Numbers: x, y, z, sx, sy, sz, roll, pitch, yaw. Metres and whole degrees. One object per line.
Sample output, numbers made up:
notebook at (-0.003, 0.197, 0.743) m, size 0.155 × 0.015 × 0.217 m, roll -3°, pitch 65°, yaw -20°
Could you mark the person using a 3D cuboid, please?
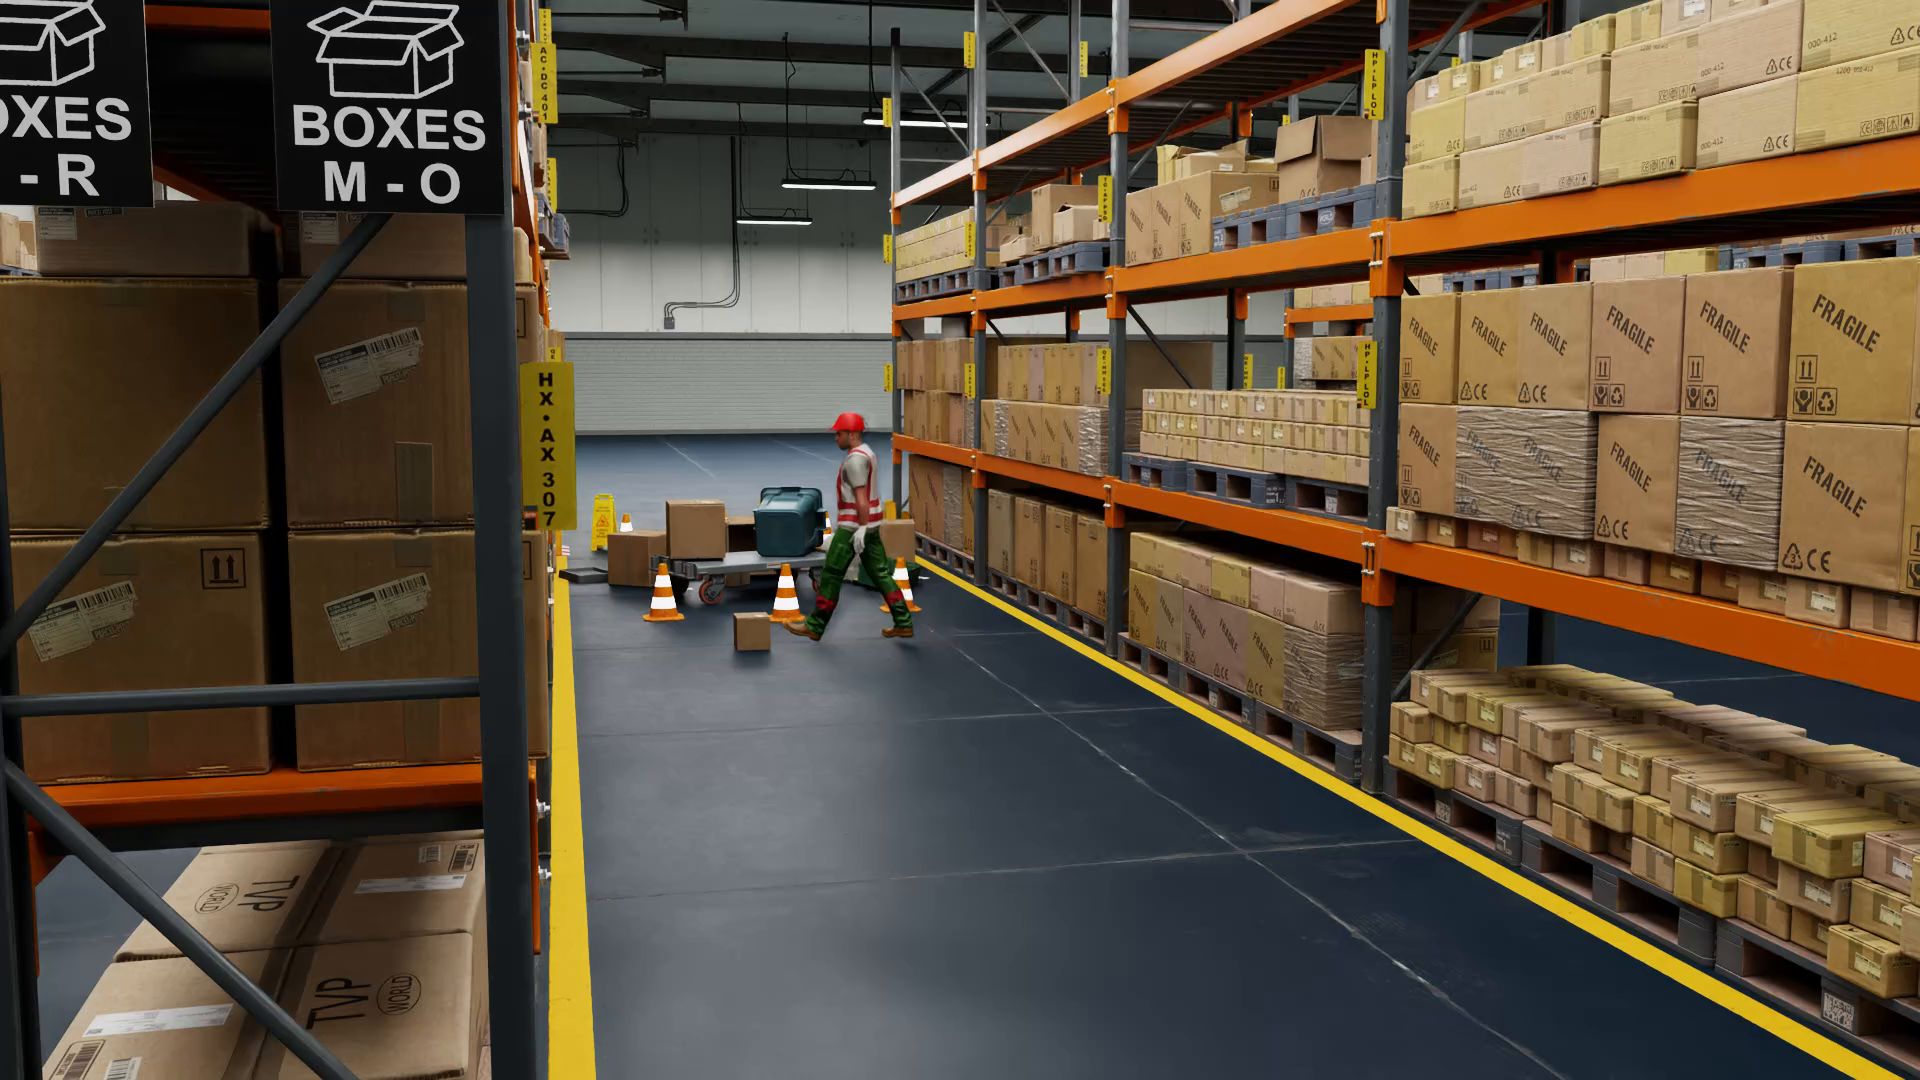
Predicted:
person at (-0.840, -0.099, 12.684) m, size 0.974 × 1.747 × 0.543 m, roll 2°, pitch 6°, yaw 17°
